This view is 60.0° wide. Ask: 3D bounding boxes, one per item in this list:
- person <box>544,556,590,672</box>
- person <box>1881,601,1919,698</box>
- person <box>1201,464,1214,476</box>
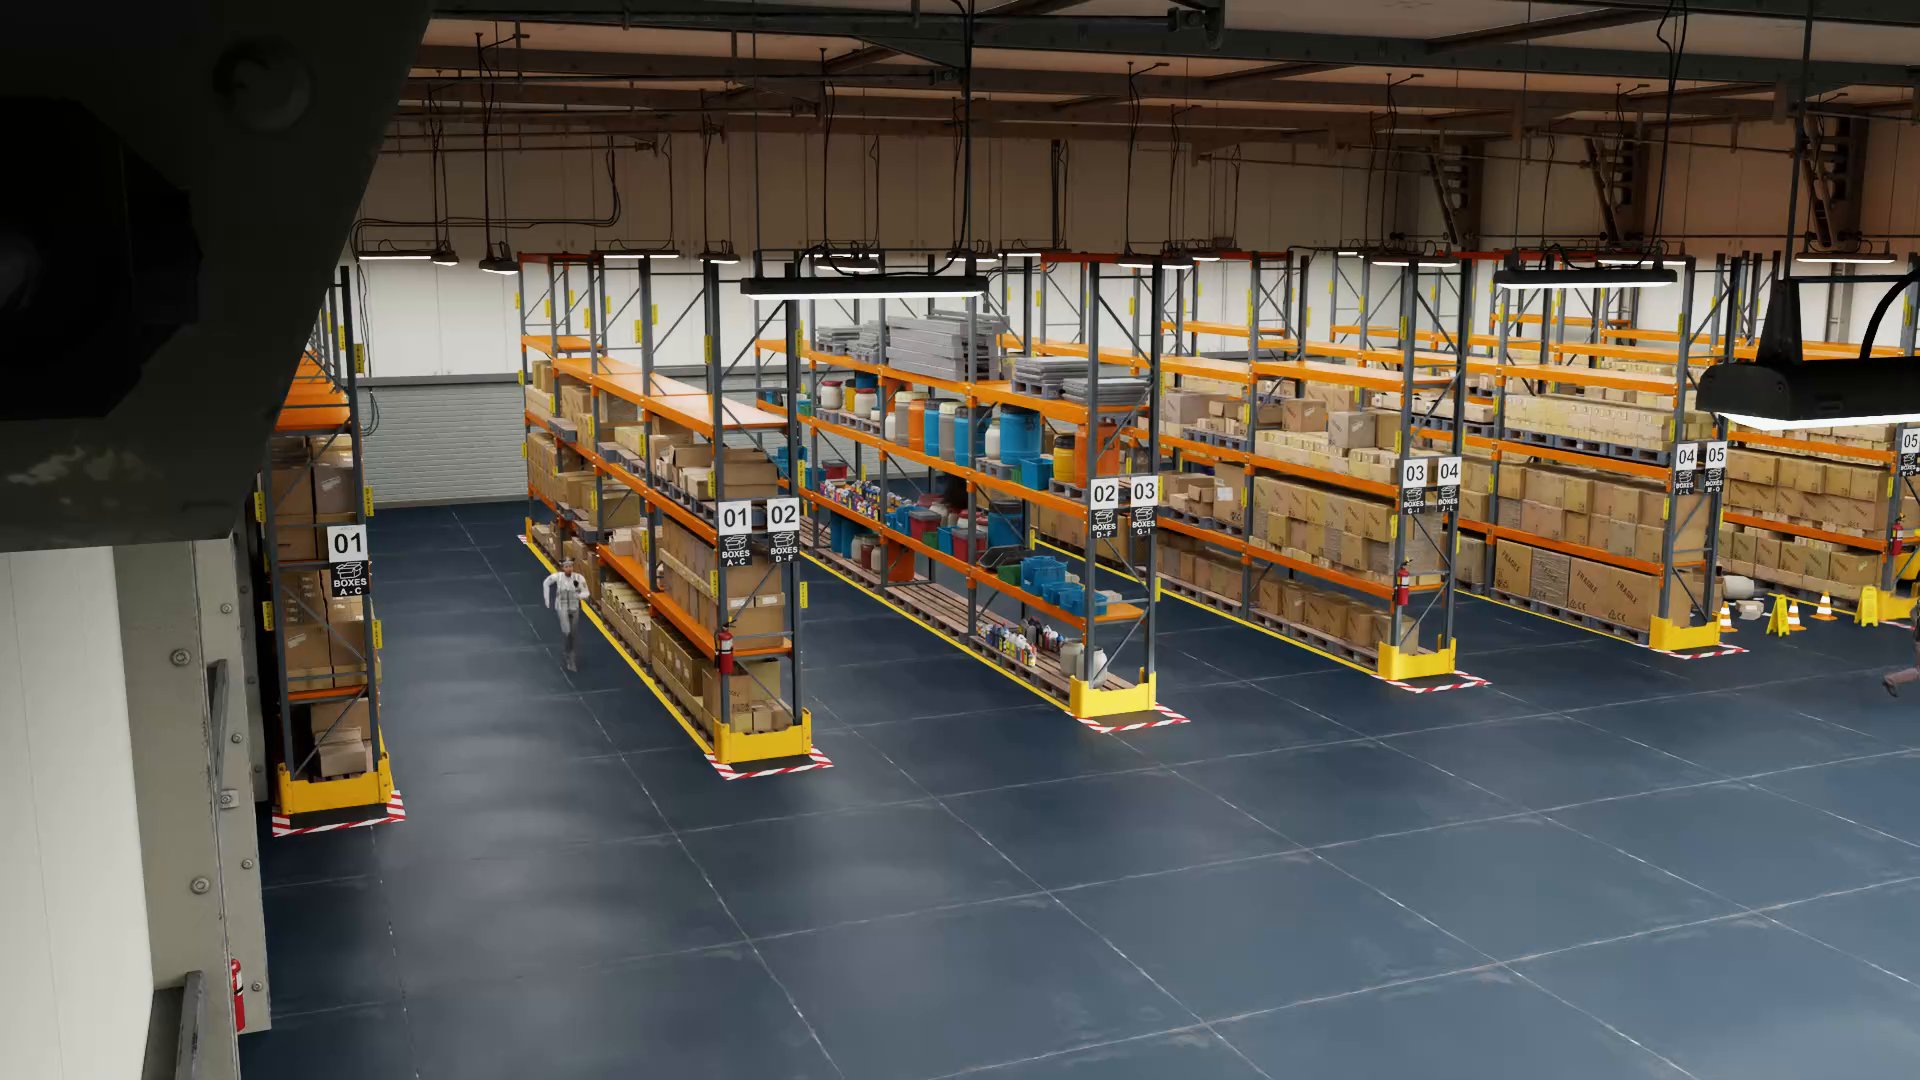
[{"bbox_3d":[-5.808,1.058,24.623,0.636,1.726,0.814,-4,11,-21],"label":"person"},{"bbox_3d":[13.078,1.423,22.529,0.989,1.716,0.681,4,11,20],"label":"person"},{"bbox_3d":[6.330,-2.095,42.110,0.769,1.624,0.607,-6,12,-31],"label":"person"}]
